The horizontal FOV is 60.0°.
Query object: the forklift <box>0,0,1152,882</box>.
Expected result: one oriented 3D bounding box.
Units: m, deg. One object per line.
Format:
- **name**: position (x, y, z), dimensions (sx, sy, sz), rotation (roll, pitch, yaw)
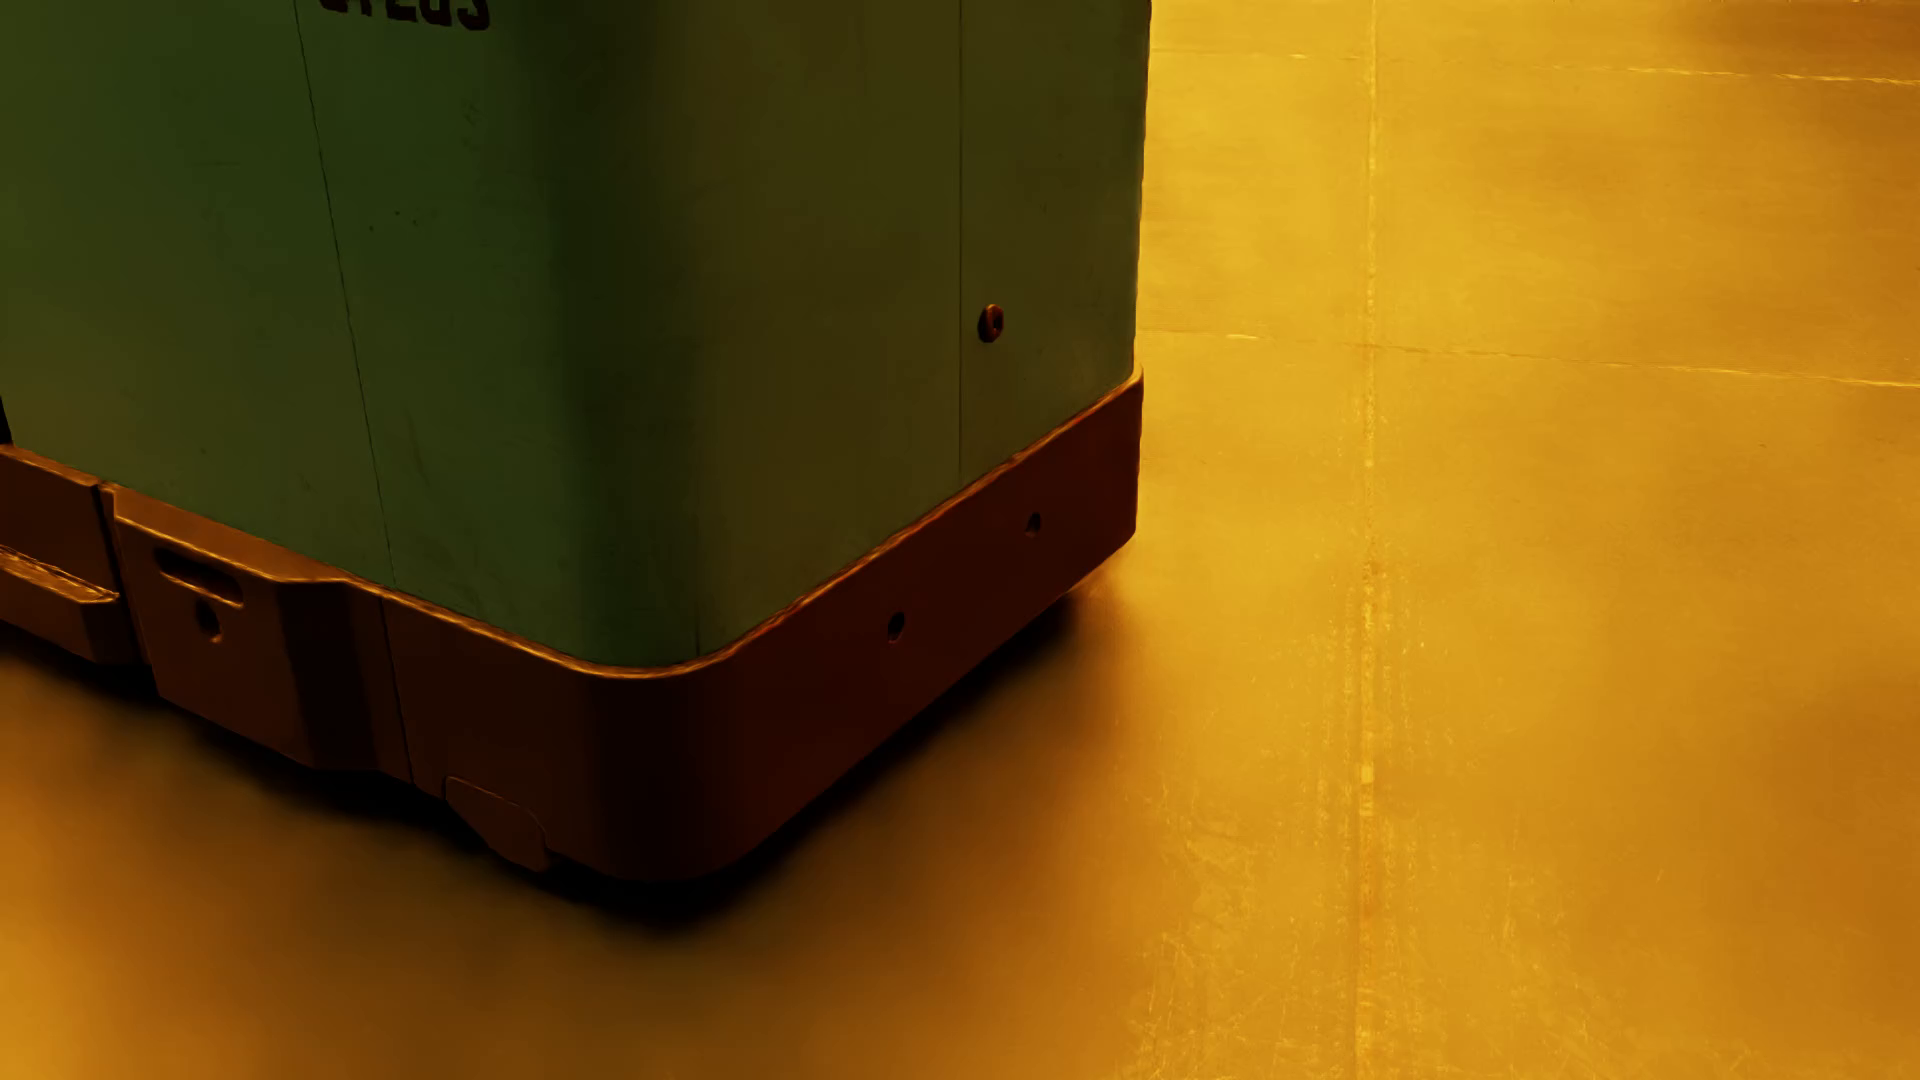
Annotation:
- **forklift**: position (-1.266, -1.450, 2.121), dimensions (3.031, 2.935, 1.130), rotation (16, 31, 29)
